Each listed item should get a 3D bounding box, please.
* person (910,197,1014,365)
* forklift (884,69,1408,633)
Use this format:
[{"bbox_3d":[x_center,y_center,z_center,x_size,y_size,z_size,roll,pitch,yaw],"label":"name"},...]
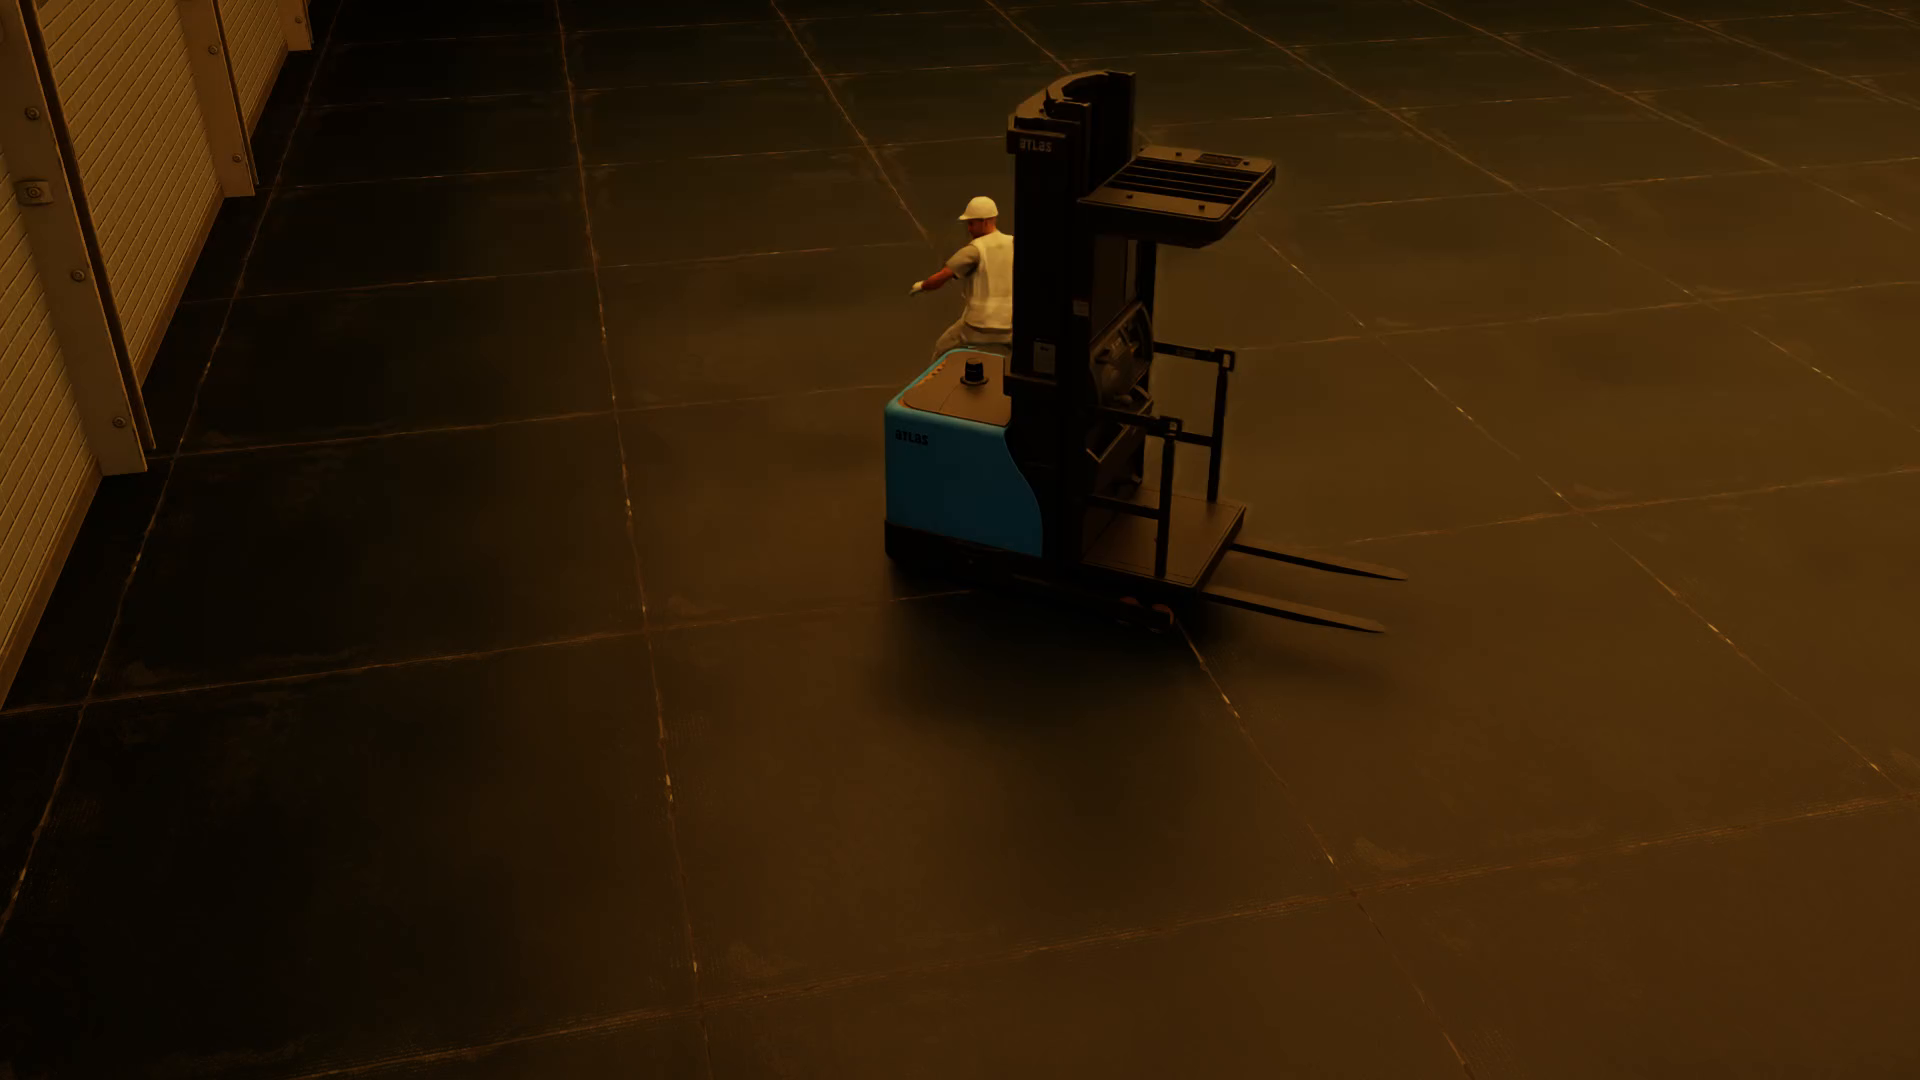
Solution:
[{"bbox_3d":[0.250,-1.529,11.645,1.128,1.732,0.579,-11,32,-18],"label":"person"},{"bbox_3d":[1.100,-1.035,9.362,3.031,2.935,1.130,13,32,21],"label":"forklift"}]
